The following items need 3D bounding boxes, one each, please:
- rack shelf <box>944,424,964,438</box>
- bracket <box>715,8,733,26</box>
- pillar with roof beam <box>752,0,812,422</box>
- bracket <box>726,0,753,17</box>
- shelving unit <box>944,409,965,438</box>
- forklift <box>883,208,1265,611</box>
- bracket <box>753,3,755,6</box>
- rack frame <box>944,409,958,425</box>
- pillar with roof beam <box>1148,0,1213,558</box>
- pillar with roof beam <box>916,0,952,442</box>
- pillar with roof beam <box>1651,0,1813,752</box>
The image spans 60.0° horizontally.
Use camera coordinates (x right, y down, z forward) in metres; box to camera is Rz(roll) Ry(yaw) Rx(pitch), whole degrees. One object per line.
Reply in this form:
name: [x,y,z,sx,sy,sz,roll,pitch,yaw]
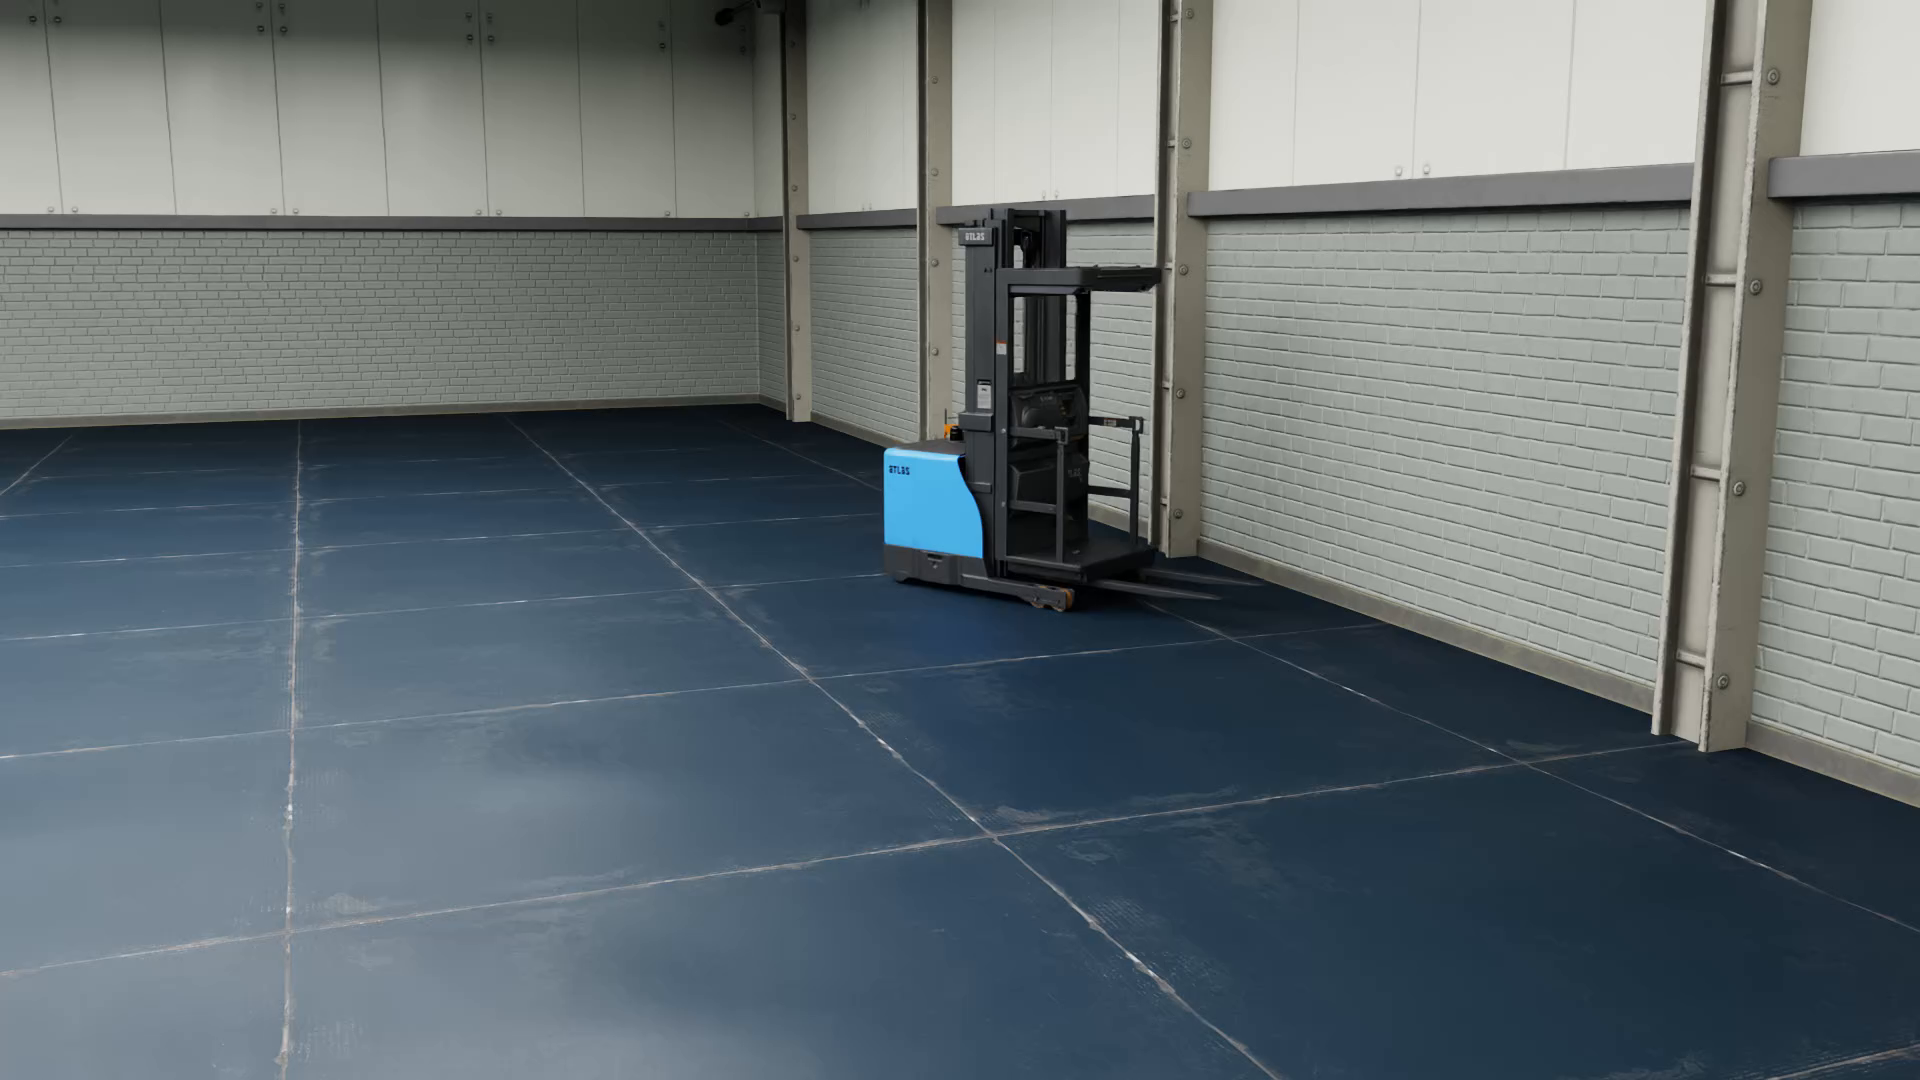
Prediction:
rack shelf: [0.060,-0.951,14.924,0.258,0.148,0.480,-4,11,-21]
bracket: [-3.813,-8.480,26.952,0.235,0.232,0.430,-4,11,-21]
pillar with roof beam: [-6.486,-6.003,23.303,9.100,9.000,0.548,-4,11,-21]
bracket: [-3.599,-8.384,26.410,0.076,0.066,3.189,-4,11,-21]
shelving unit: [0.060,-0.564,14.993,0.258,1.200,0.503,-4,11,-21]
forklift: [0.845,-1.020,12.613,3.031,2.935,1.130,8,13,38]
bracket: [-2.954,-8.094,24.777,0.235,0.232,0.430,-4,11,-21]
rack frame: [-0.028,-0.604,15.217,0.240,1.200,0.015,-4,11,-21]
pillar with roof beam: [-2.137,-4.044,12.291,9.100,9.000,0.400,-4,11,-21]
pillar with roof beam: [-4.311,-5.024,17.797,9.100,9.000,0.400,-4,11,-21]
pillar with roof beam: [0.037,-3.065,6.785,9.100,9.000,0.400,-4,11,-21]
